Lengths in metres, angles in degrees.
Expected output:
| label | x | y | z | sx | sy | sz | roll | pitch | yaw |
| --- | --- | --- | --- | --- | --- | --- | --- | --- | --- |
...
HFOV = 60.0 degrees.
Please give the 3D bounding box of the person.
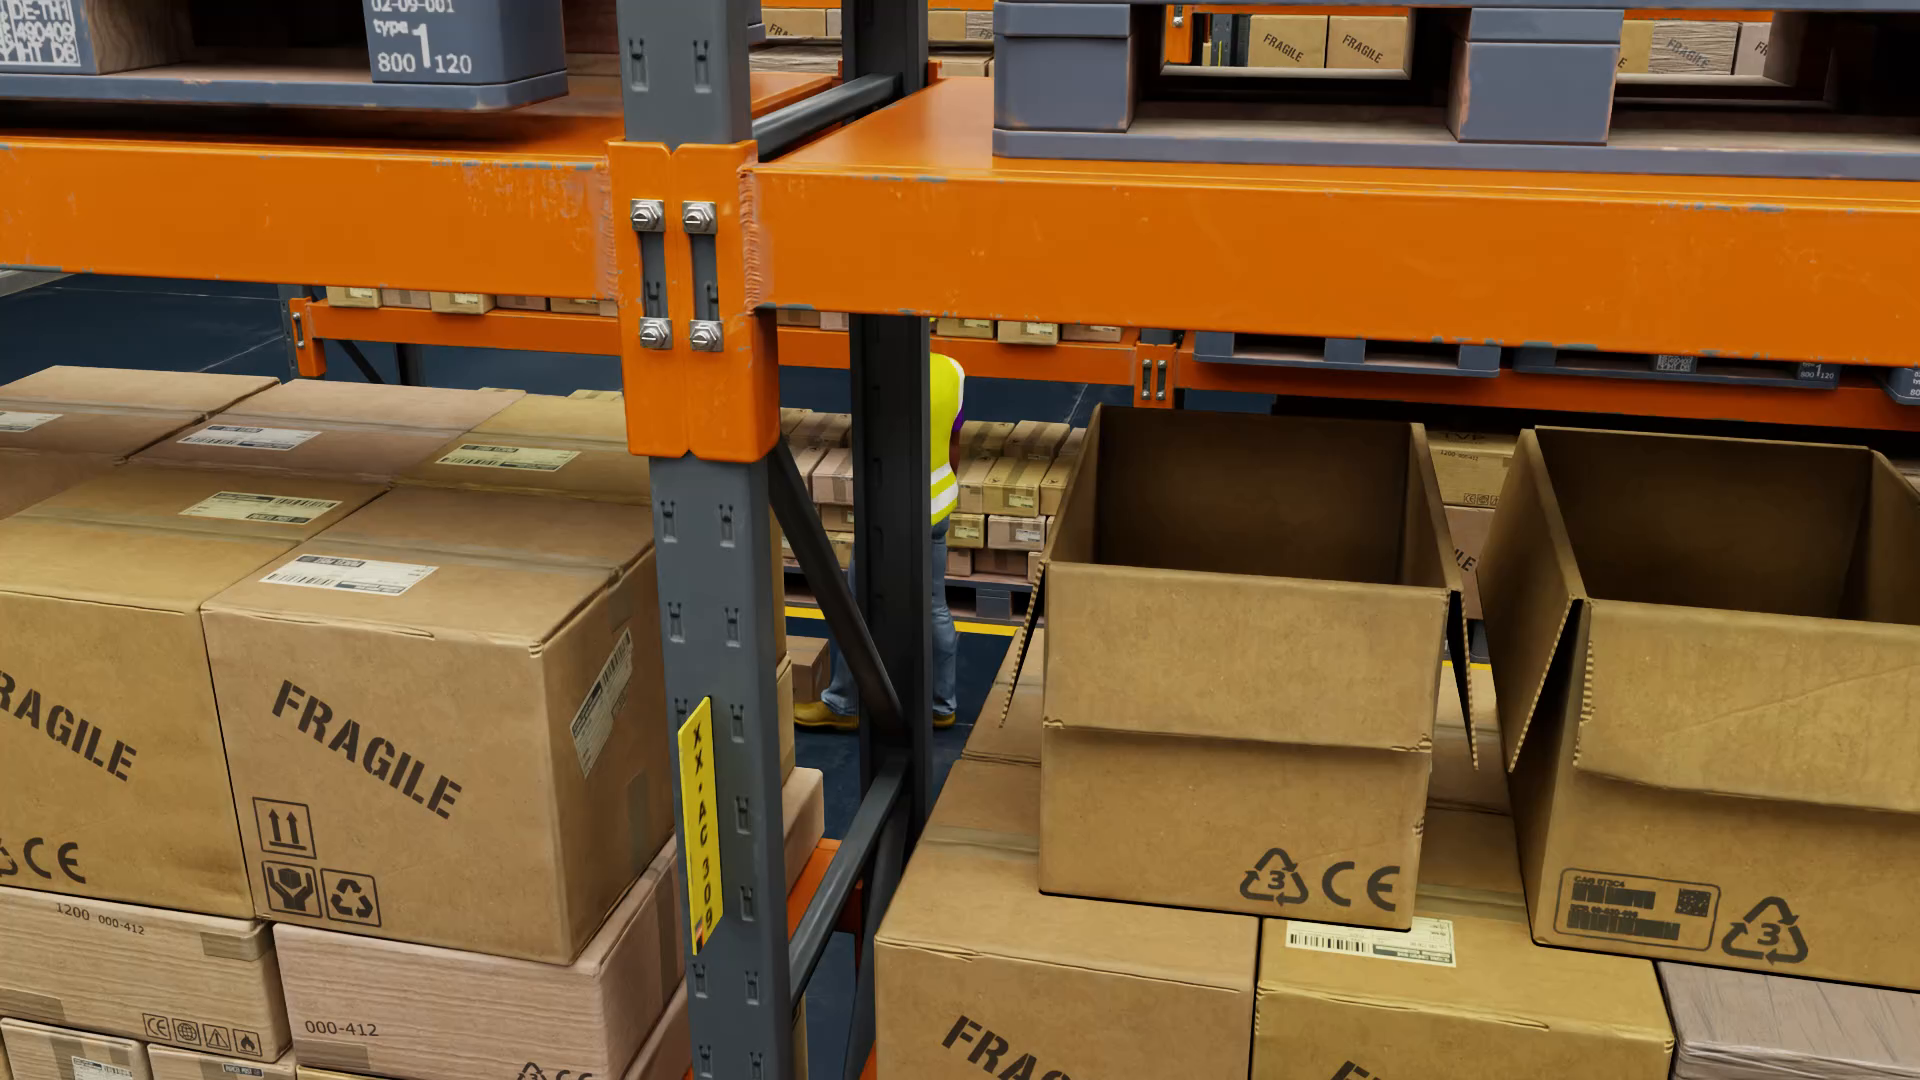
| label | x | y | z | sx | sy | sz | roll | pitch | yaw |
| --- | --- | --- | --- | --- | --- | --- | --- | --- | --- |
| person | -0.319 | -0.118 | 6.321 | 0.643 | 1.760 | 0.621 | 10 | 24 | 25 |
